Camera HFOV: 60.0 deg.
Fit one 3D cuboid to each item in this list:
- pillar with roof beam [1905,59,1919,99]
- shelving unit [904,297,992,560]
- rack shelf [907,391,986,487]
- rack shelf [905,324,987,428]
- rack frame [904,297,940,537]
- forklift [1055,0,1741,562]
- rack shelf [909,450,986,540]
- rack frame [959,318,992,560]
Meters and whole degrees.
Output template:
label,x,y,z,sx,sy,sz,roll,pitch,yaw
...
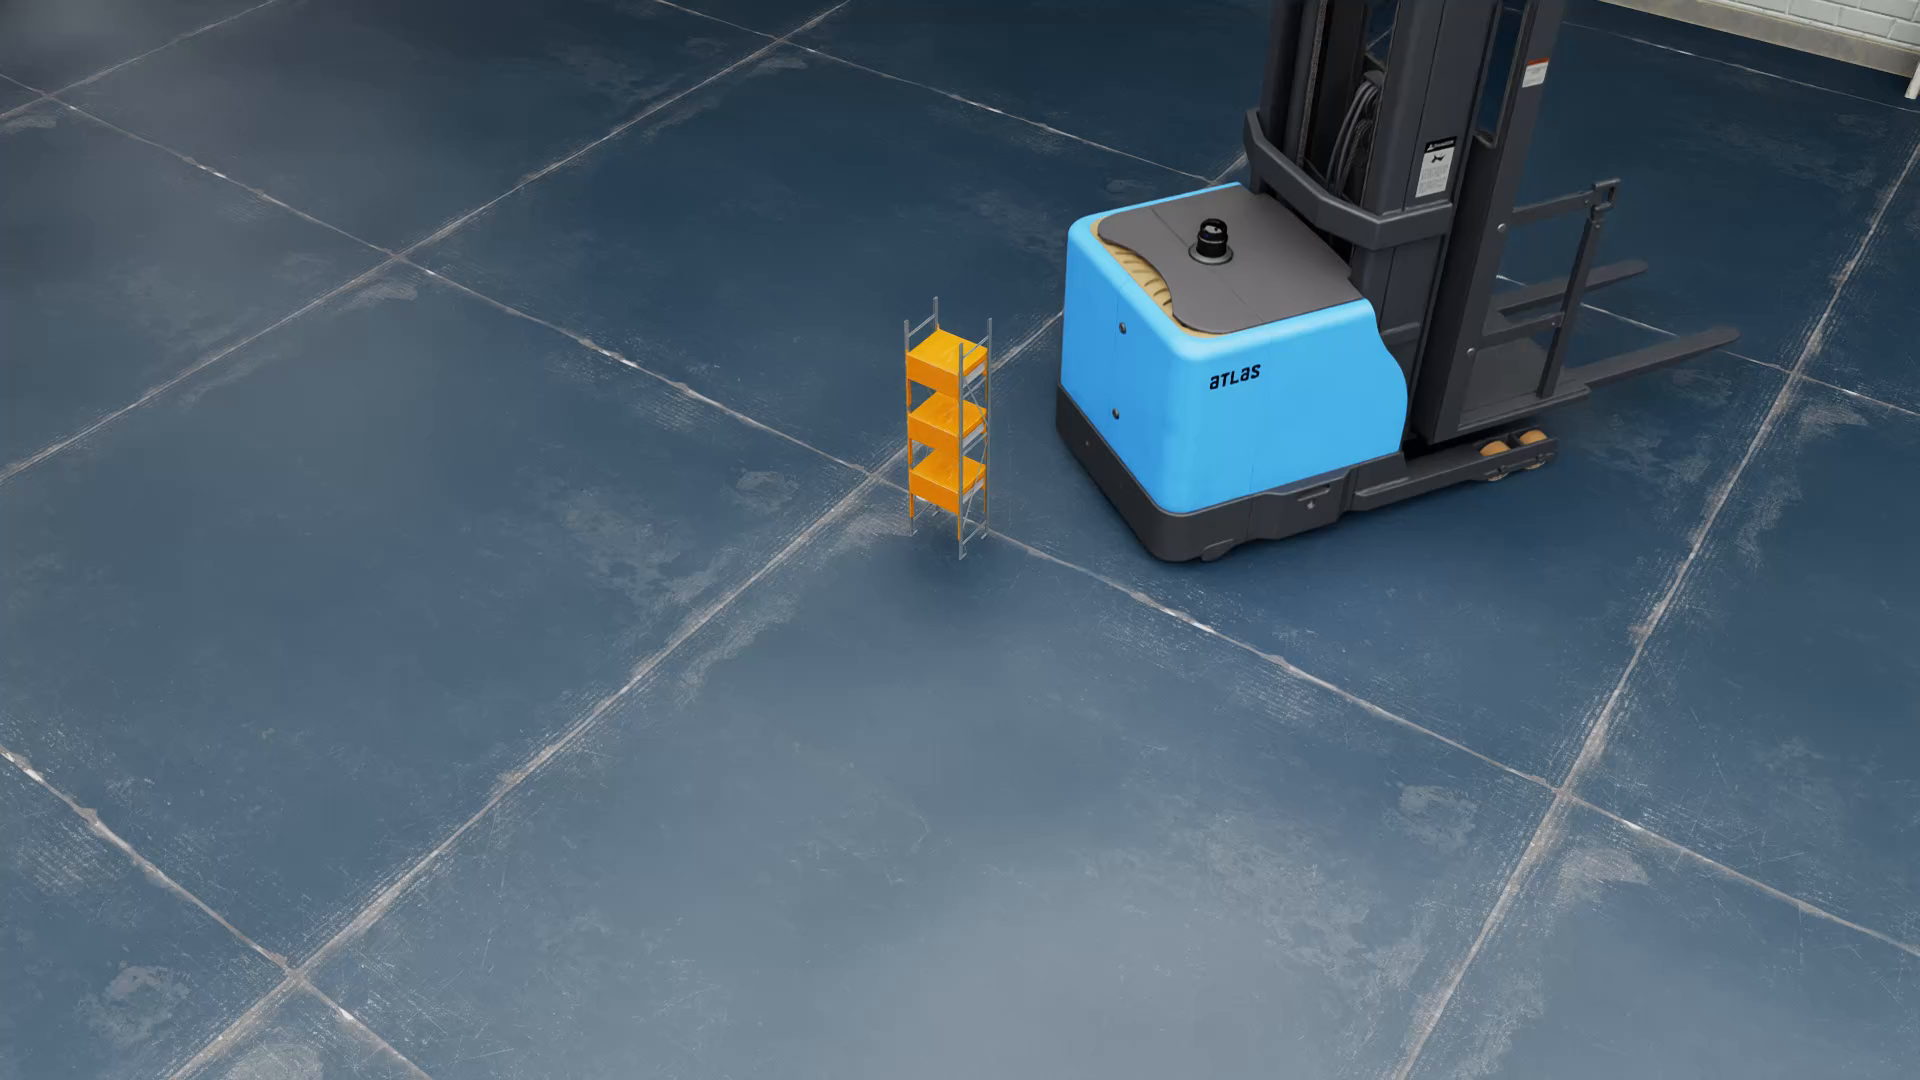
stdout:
label,x,y,z,sx,sy,sz,roll,pitch,yaw
pillar with roof beam,3.239,-3.575,3.996,0.400,9.000,9.100,25,48,25
shelving unit,-0.044,-0.412,6.423,0.252,1.050,0.215,25,48,25
rack shelf,-0.044,-0.404,6.430,0.240,0.259,0.215,25,48,25
rack shelf,-0.044,-0.615,6.241,0.240,0.259,0.215,25,48,25
rack frame,-0.144,-0.458,6.475,0.008,1.050,0.200,25,48,25
forklift,1.977,-1.651,6.397,3.031,2.935,1.130,-16,44,-17
rack shelf,-0.044,-0.197,6.615,0.240,0.259,0.215,25,48,25
rack frame,0.056,-0.365,6.371,0.008,1.050,0.200,25,48,25
